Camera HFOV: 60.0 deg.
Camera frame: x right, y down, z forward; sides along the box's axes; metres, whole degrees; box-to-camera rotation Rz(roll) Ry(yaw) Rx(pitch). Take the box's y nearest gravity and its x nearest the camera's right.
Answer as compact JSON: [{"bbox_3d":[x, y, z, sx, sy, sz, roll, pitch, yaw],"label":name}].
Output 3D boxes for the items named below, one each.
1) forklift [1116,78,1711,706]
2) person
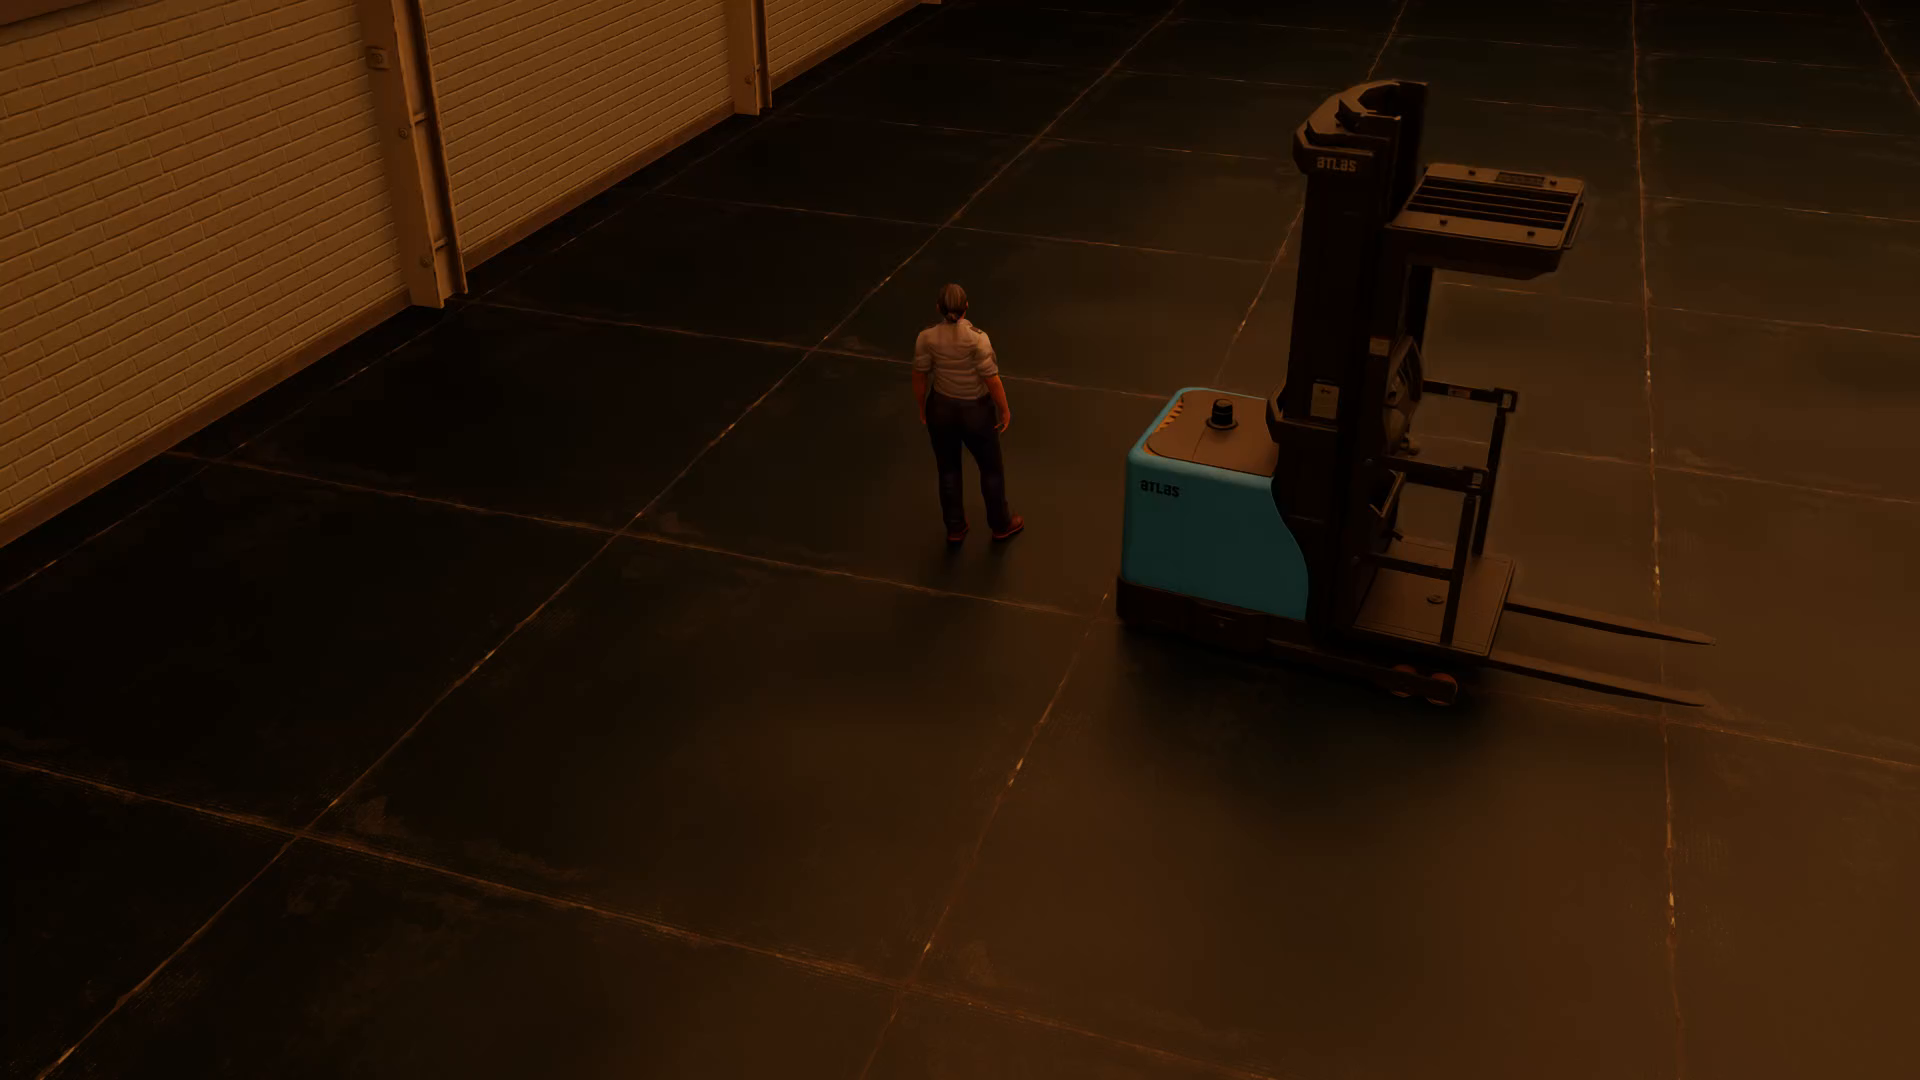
[{"bbox_3d":[2.430,-0.718,8.395,3.031,2.935,1.130,12,32,21],"label":"forklift"},{"bbox_3d":[0.050,-0.761,9.751,0.599,1.650,0.503,10,31,16],"label":"person"}]
